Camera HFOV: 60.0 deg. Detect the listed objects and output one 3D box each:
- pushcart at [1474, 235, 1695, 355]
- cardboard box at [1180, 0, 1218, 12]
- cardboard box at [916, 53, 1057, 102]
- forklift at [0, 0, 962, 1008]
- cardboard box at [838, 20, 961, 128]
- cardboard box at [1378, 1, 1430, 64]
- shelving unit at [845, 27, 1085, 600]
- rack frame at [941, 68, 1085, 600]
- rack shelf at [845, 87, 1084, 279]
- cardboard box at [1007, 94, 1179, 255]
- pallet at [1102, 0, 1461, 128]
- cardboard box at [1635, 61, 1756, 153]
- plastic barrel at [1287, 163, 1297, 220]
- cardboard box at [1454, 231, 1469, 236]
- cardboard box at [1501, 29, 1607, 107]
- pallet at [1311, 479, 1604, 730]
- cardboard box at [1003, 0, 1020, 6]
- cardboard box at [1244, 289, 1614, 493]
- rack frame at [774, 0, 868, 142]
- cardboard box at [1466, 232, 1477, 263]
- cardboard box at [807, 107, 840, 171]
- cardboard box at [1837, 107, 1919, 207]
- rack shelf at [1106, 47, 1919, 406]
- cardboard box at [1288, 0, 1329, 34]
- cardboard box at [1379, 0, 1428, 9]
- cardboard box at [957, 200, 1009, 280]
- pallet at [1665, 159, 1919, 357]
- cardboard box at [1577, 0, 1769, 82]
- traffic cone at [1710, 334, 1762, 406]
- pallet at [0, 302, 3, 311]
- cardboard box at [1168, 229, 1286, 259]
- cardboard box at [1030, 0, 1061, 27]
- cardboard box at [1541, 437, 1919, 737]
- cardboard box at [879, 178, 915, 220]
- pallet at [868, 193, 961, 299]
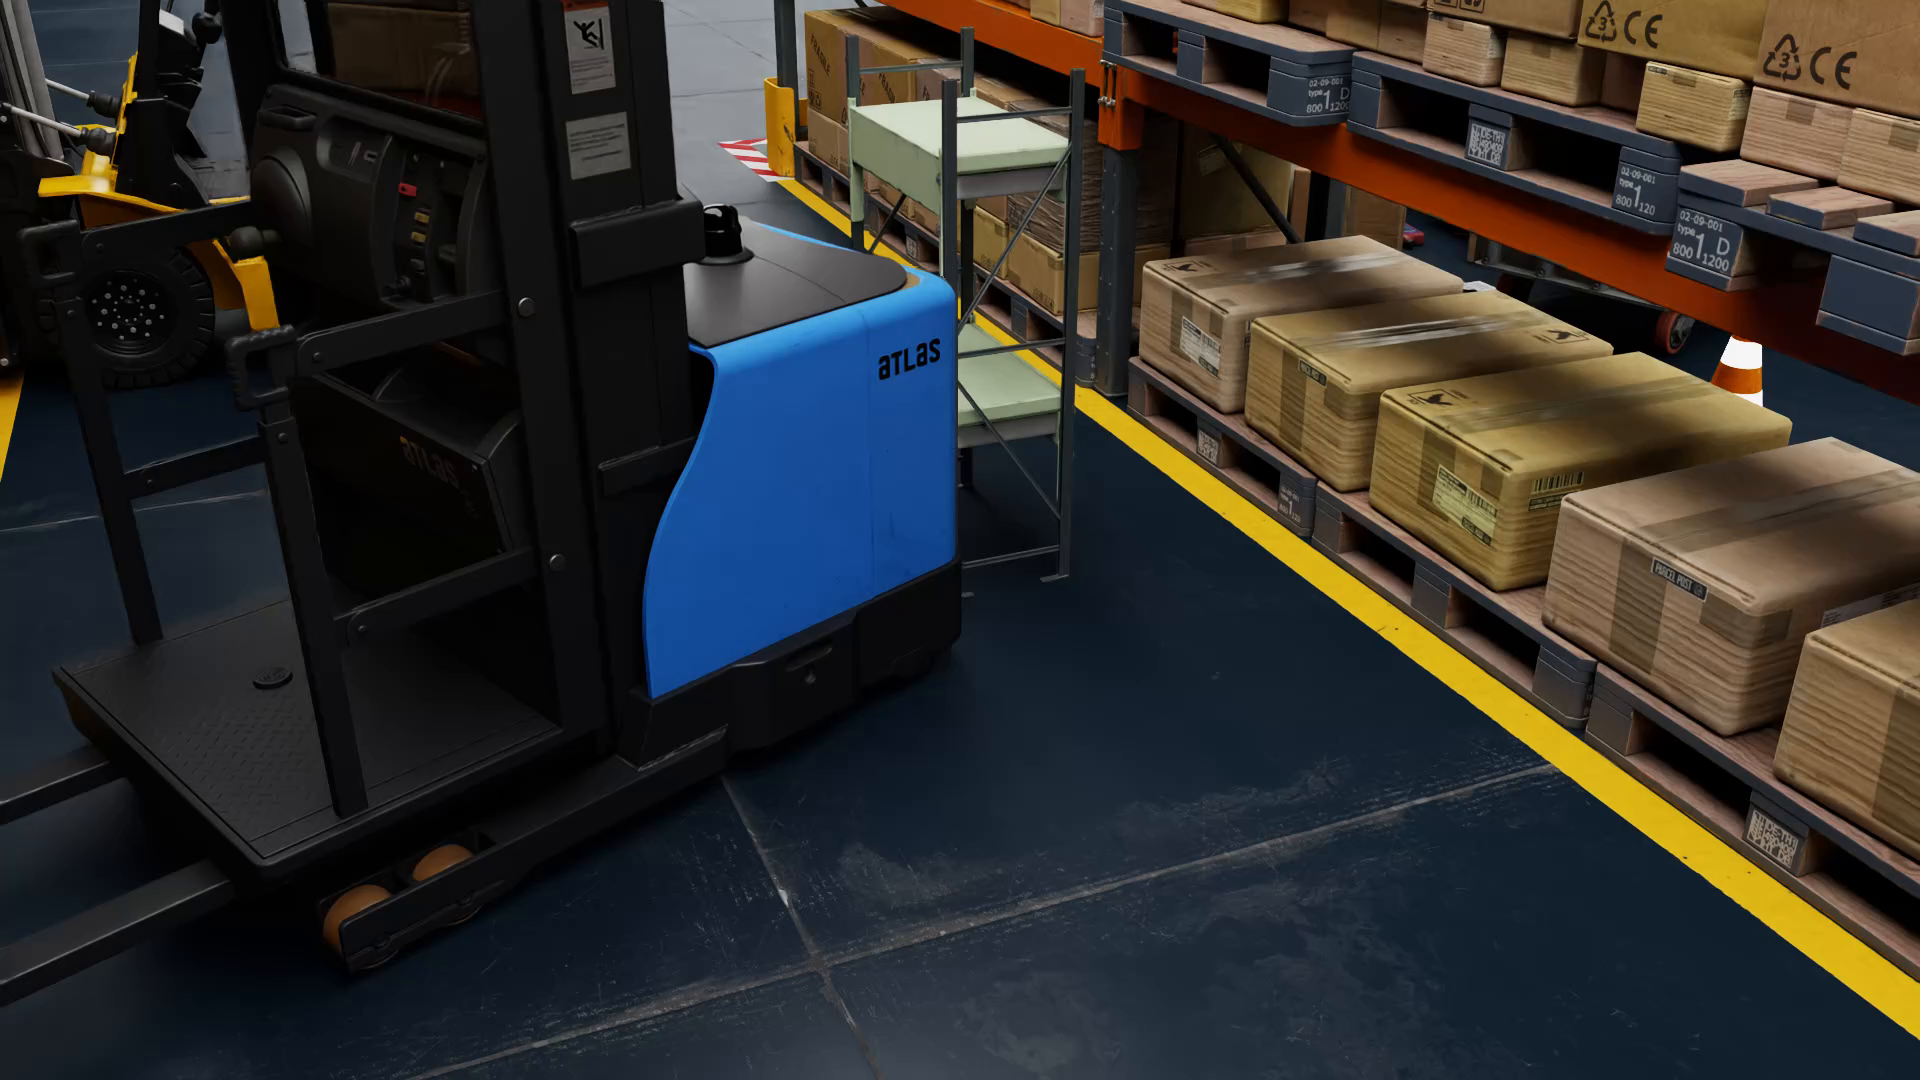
[{"bbox_3d":[3.080,-1.226,7.332,1.648,0.377,0.936,-22,34,-38],"label":"pushcart"},{"bbox_3d":[0.927,-1.791,5.308,0.380,0.149,0.250,-10,28,-20],"label":"cardboard box"},{"bbox_3d":[0.121,-1.886,7.496,0.500,0.500,0.500,-9,27,-18],"label":"cardboard box"},{"bbox_3d":[-1.384,-0.687,3.317,1.130,2.935,3.031,23,34,39],"label":"forklift"},{"bbox_3d":[-0.285,-2.305,8.352,0.500,0.500,0.500,-12,28,-23],"label":"cardboard box"},{"bbox_3d":[1.356,-1.376,4.458,0.380,0.149,0.250,-10,28,-20],"label":"cardboard box"},{"bbox_3d":[-0.003,-0.677,4.926,0.431,1.500,0.755,-11,28,-21],"label":"shelving unit"},{"bbox_3d":[0.141,-0.529,4.624,0.400,1.500,0.023,-11,28,-21],"label":"rack frame"},{"bbox_3d":[-0.003,-1.027,4.755,0.431,0.370,0.720,-11,28,-21],"label":"rack shelf"},{"bbox_3d":[0.523,-1.476,6.654,0.500,0.500,0.500,-11,28,-21],"label":"cardboard box"},{"bbox_3d":[1.167,-1.573,5.272,1.003,0.211,1.213,-11,28,-21],"label":"pallet"},{"bbox_3d":[1.700,-0.947,3.579,0.380,0.149,0.250,-10,28,-20],"label":"cardboard box"},{"bbox_3d":[1.637,-1.876,8.610,0.512,0.421,0.421,8,27,15],"label":"plastic barrel"},{"bbox_3d":[2.826,-1.897,8.406,0.797,0.637,0.503,-11,28,-21],"label":"cardboard box"},{"bbox_3d":[1.543,-1.158,4.010,0.380,0.149,0.250,-12,28,-22],"label":"cardboard box"},{"bbox_3d":[1.789,0.068,4.871,1.003,0.211,1.213,-11,28,-21],"label":"pallet"},{"bbox_3d":[0.376,-2.278,6.784,0.380,0.149,0.250,-11,28,-21],"label":"cardboard box"},{"bbox_3d":[1.494,-0.500,5.371,0.950,0.372,0.625,-9,27,-17],"label":"cardboard box"},{"bbox_3d":[-0.565,-3.608,9.220,1.000,3.000,0.127,-11,28,-21],"label":"rack frame"},{"bbox_3d":[2.657,-1.462,7.942,0.396,0.266,0.258,13,29,24],"label":"cardboard box"},{"bbox_3d":[-0.504,-2.188,8.967,0.500,0.250,0.500,-11,28,-21],"label":"cardboard box"},{"bbox_3d":[1.912,-0.736,3.145,0.380,0.149,0.250,-11,28,-21],"label":"cardboard box"},{"bbox_3d":[1.785,-0.862,4.417,1.077,0.370,4.000,-11,28,-21],"label":"rack shelf"},{"bbox_3d":[1.198,-1.588,4.891,0.380,0.149,0.250,-9,27,-17],"label":"cardboard box"},{"bbox_3d":[1.299,-1.718,4.417,0.500,0.500,0.500,-11,28,-21],"label":"cardboard box"},{"bbox_3d":[0.305,-1.352,7.255,0.500,0.250,0.500,-11,28,-22],"label":"cardboard box"},{"bbox_3d":[2.191,-0.561,3.199,1.213,0.211,1.003,-11,28,-21],"label":"pallet"},{"bbox_3d":[1.723,-1.291,3.545,0.500,0.500,0.500,-13,29,-24],"label":"cardboard box"},{"bbox_3d":[2.775,-0.593,5.937,0.336,0.463,0.334,-11,28,-21],"label":"traffic cone"},{"bbox_3d":[-4.319,-0.707,6.457,1.003,0.211,1.213,-11,28,-21],"label":"pallet"},{"bbox_3d":[1.019,-1.231,7.007,0.500,0.250,0.500,-12,28,-23],"label":"cardboard box"},{"bbox_3d":[0.491,-2.057,6.330,0.380,0.149,0.250,-10,28,-19],"label":"cardboard box"},{"bbox_3d":[2.059,0.088,4.168,0.950,0.372,0.625,-11,28,-22],"label":"cardboard box"},{"bbox_3d":[-0.085,-1.762,8.096,0.500,0.250,0.500,-9,27,-17],"label":"cardboard box"},{"bbox_3d":[0.224,-1.498,8.078,1.003,0.211,1.213,-11,28,-21],"label":"pallet"}]
